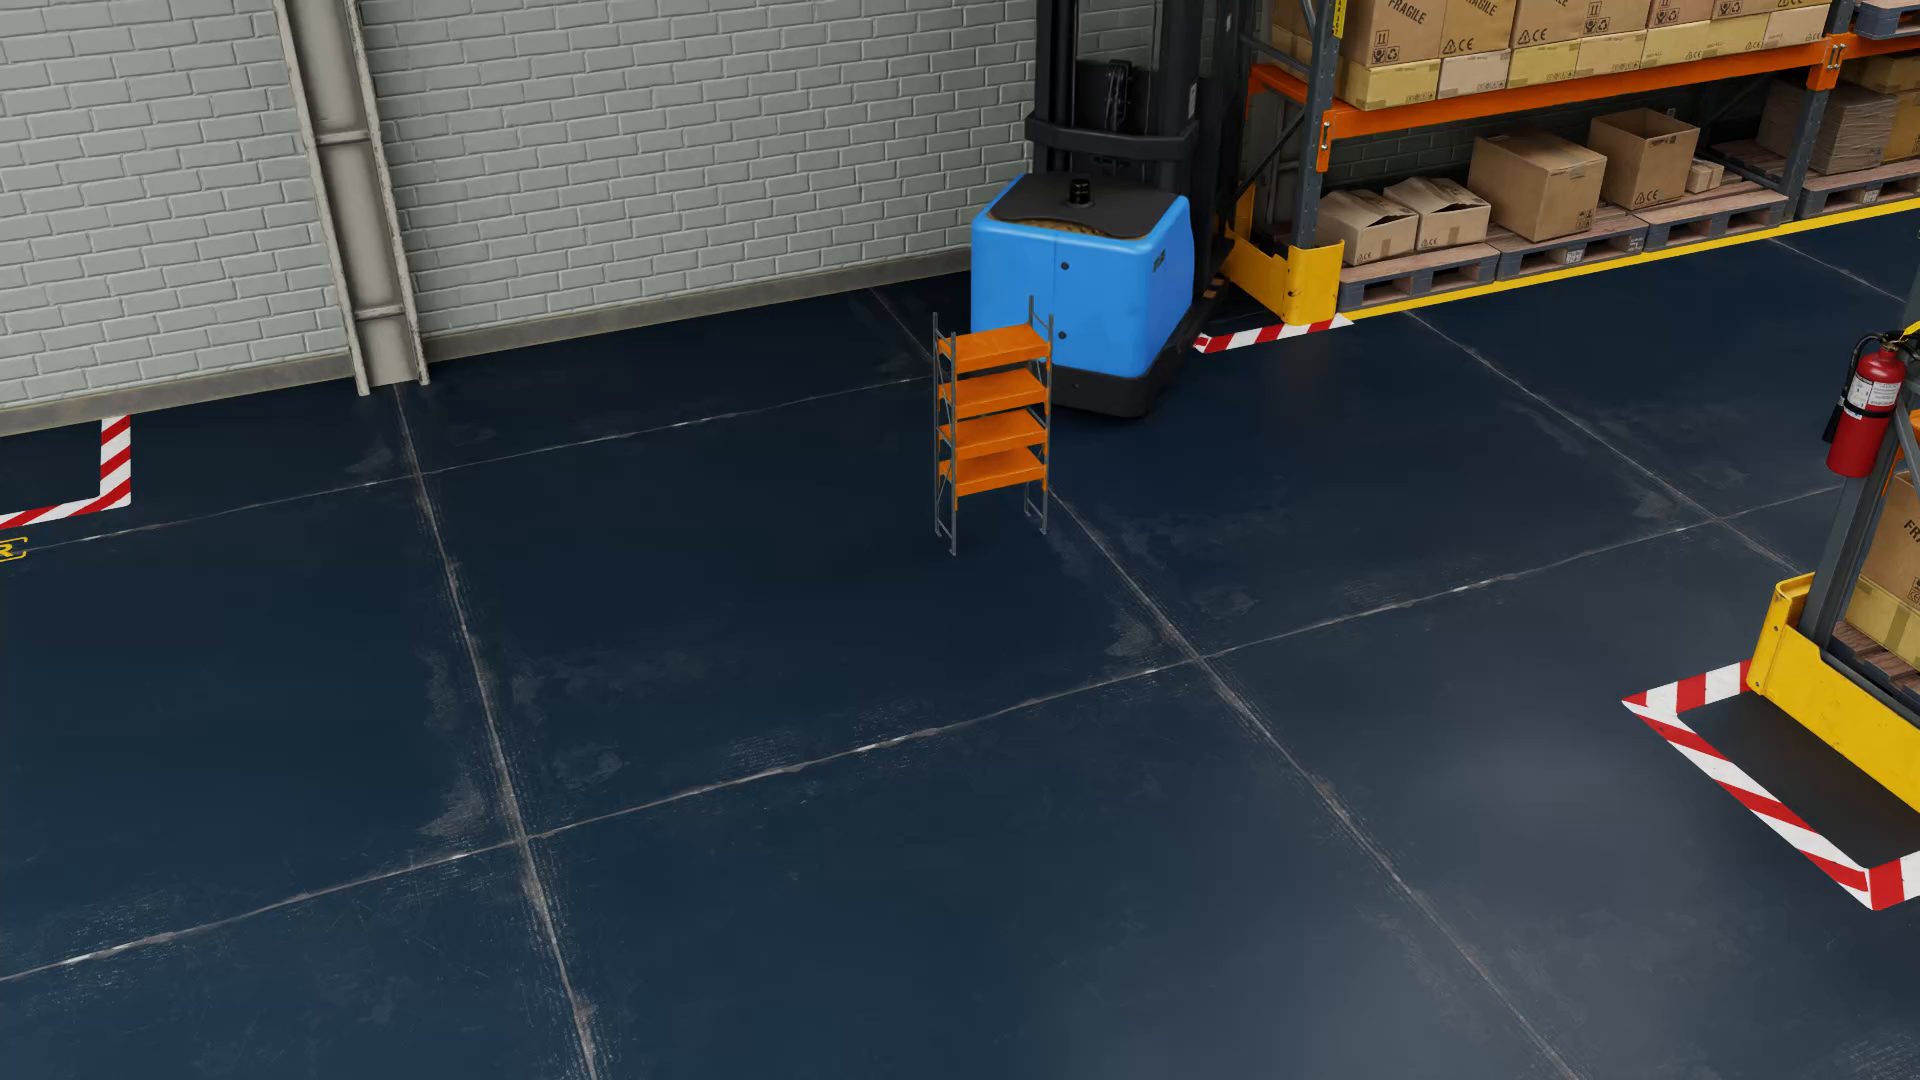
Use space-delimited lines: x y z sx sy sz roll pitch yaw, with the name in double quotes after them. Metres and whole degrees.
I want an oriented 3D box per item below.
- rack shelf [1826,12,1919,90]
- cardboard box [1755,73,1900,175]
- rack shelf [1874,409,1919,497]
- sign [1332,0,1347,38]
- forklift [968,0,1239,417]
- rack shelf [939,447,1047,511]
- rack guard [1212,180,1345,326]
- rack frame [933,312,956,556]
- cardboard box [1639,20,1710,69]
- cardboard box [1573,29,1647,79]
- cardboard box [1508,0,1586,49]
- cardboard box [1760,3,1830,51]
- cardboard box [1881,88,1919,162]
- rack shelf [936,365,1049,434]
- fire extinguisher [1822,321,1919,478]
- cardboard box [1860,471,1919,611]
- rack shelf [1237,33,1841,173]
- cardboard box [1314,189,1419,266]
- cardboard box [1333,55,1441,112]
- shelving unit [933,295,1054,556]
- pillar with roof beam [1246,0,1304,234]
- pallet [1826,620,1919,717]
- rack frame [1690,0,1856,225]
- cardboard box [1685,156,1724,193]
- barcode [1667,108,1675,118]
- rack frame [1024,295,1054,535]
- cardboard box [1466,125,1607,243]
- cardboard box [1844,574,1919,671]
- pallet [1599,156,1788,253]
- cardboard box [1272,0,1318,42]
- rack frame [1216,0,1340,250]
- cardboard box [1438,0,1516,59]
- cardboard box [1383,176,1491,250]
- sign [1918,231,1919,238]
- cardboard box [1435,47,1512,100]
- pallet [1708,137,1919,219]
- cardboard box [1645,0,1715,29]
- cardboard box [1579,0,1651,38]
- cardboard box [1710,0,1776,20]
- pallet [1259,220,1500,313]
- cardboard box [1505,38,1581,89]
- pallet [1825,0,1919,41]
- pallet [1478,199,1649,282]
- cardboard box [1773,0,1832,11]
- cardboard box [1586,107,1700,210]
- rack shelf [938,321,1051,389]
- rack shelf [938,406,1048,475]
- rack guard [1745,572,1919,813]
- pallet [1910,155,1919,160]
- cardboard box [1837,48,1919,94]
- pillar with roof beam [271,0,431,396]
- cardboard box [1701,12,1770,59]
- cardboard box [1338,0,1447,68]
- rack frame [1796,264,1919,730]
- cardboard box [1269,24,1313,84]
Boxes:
7.442 -3.849 12.075 4.000 0.370 1.077 -13 35 -19 "rack shelf"
6.270 -3.029 12.043 0.500 0.500 0.700 -12 35 -17 "cardboard box"
5.675 -0.514 6.950 4.000 0.370 1.077 -13 35 -19 "rack shelf"
2.120 -2.974 9.277 0.005 0.325 0.100 -13 35 -19 "sign"
1.063 -2.698 9.710 1.130 2.935 3.031 12 35 18 "forklift"
0.153 -0.315 8.121 0.480 0.148 0.258 -13 35 -19 "rack shelf"
1.980 -1.852 10.638 0.348 0.500 1.175 -13 35 -19 "rack guard"
-0.072 -0.486 7.897 0.015 1.200 0.240 -13 35 -19 "rack frame"
4.358 -3.207 10.547 0.500 0.250 0.500 -13 35 -19 "cardboard box"
3.895 -3.100 10.383 0.500 0.250 0.500 -13 35 -19 "cardboard box"
3.405 -3.299 10.001 0.500 0.500 0.500 -14 36 -20 "cardboard box"
5.279 -3.422 10.877 0.500 0.250 0.500 -13 35 -19 "cardboard box"
6.727 -3.163 12.250 0.500 0.500 0.700 -14 35 -20 "cardboard box"
0.153 -0.669 7.891 0.480 0.148 0.258 -13 35 -19 "rack shelf"
3.542 -0.570 6.446 0.183 0.674 0.296 -13 35 -19 "fire extinguisher"
4.210 0.006 6.940 0.500 0.500 0.500 -13 35 -19 "cardboard box"
3.754 -3.005 10.777 4.000 0.370 1.077 -13 35 -19 "rack shelf"
2.583 -2.042 10.700 0.500 0.311 0.500 -17 37 -24 "cardboard box"
2.483 -2.773 9.880 0.500 0.250 0.500 -14 36 -20 "cardboard box"
0.153 -0.538 7.976 0.503 1.200 0.258 -13 35 -19 "shelving unit"
3.887 -3.816 5.864 0.400 9.000 9.100 -13 35 -19 "pillar with roof beam"
4.520 0.593 7.146 1.213 0.211 1.003 -13 35 -19 "pallet"
5.598 -3.728 11.230 0.127 3.000 1.000 -13 35 -19 "rack frame"
5.116 -2.597 11.686 0.250 0.166 0.380 -18 37 -25 "cardboard box"
5.007 -3.006 11.715 0.075 0.075 0.001 -13 35 -19 "barcode"
0.378 -0.589 8.056 0.015 1.200 0.240 -13 35 -19 "rack frame"
3.804 -2.372 11.033 0.500 0.500 0.700 -15 36 -22 "cardboard box"
4.211 0.321 7.142 0.500 0.250 0.500 -13 35 -19 "cardboard box"
4.993 -2.400 11.745 1.213 0.211 1.003 -13 35 -19 "pallet"
2.262 -3.350 10.080 0.500 0.500 0.500 -13 35 -19 "cardboard box"
1.910 -2.884 9.932 0.127 3.000 1.000 -13 35 -19 "rack frame"
2.926 -3.193 9.838 0.500 0.500 0.500 -13 35 -19 "cardboard box"
3.108 -2.162 10.885 0.500 0.311 0.500 -10 34 -15 "cardboard box"
3.634 -1.254 6.148 0.005 0.325 0.100 -13 35 -19 "sign"
2.956 -2.890 10.060 0.500 0.250 0.500 -14 36 -20 "cardboard box"
6.315 -2.725 12.244 1.213 0.211 1.003 -13 35 -19 "pallet"
4.355 -3.524 10.347 0.500 0.500 0.500 -14 36 -20 "cardboard box"
3.876 -3.414 10.178 0.500 0.500 0.500 -12 35 -17 "cardboard box"
4.824 -3.625 10.502 0.500 0.500 0.500 -13 35 -19 "cardboard box"
2.743 -1.885 10.953 1.213 0.211 1.003 -13 35 -19 "pallet"
3.428 -2.994 10.221 0.500 0.250 0.500 -13 35 -20 "cardboard box"
6.359 -3.736 11.418 1.213 0.211 1.003 -13 35 -19 "pallet"
3.866 -2.140 11.346 1.213 0.211 1.003 -13 35 -19 "pallet"
5.282 -3.733 10.668 0.500 0.500 0.500 -13 35 -19 "cardboard box"
4.657 -2.626 11.424 0.500 0.500 0.500 -16 36 -22 "cardboard box"
0.153 -0.867 7.762 0.480 0.148 0.258 -13 35 -19 "rack shelf"
0.153 -0.481 8.013 0.480 0.148 0.258 -13 35 -19 "rack shelf"
3.809 0.659 6.779 0.348 0.500 1.175 -13 35 -19 "rack guard"
7.442 -2.984 12.643 1.213 0.211 1.003 -13 35 -19 "pallet"
6.675 -3.438 11.984 0.500 0.250 0.500 -14 35 -20 "cardboard box"
-1.645 -2.550 3.917 0.400 9.000 9.100 -13 35 -19 "pillar with roof beam"
4.816 -3.320 10.722 0.500 0.250 0.500 -13 35 -19 "cardboard box"
2.466 -3.093 9.685 0.500 0.500 0.500 -13 35 -19 "cardboard box"
3.831 -0.394 6.105 0.127 3.000 1.000 -13 35 -19 "rack frame"
2.266 -3.026 10.269 0.500 0.250 0.500 -12 35 -18 "cardboard box"
